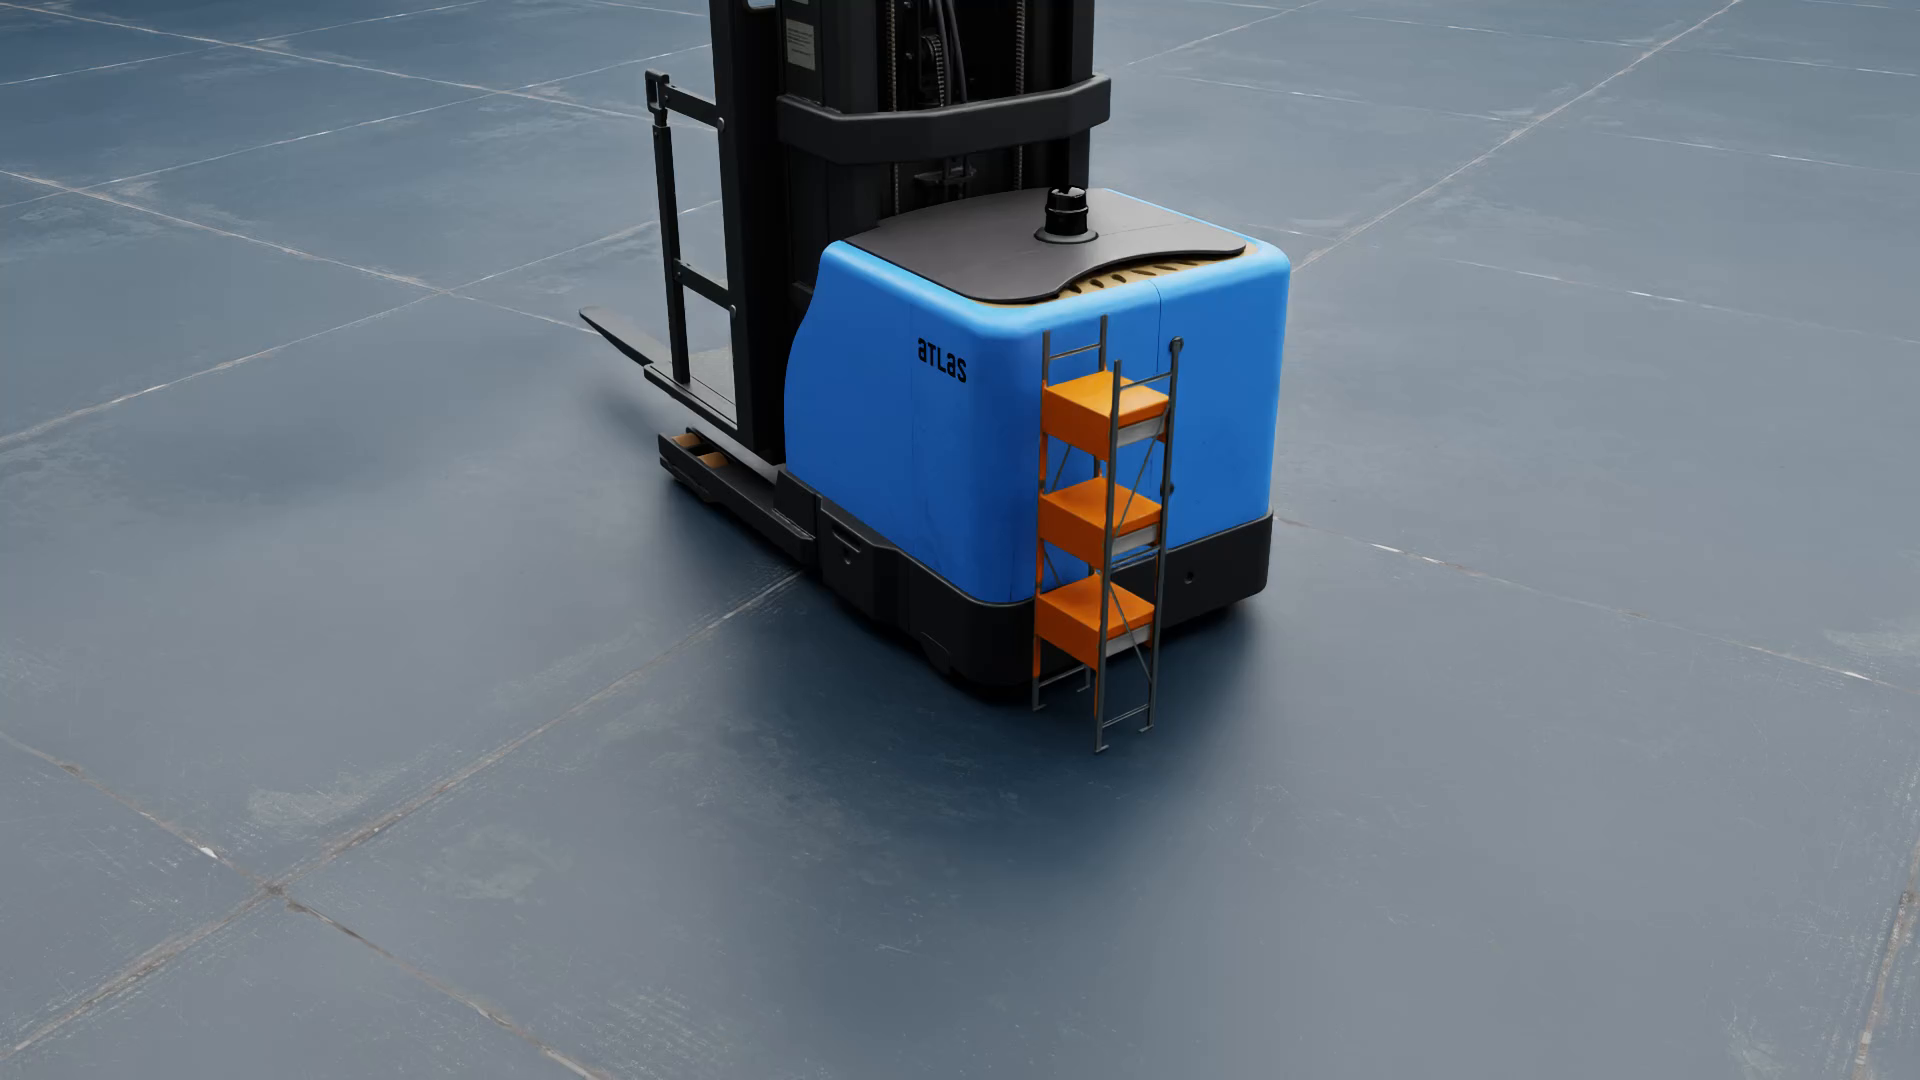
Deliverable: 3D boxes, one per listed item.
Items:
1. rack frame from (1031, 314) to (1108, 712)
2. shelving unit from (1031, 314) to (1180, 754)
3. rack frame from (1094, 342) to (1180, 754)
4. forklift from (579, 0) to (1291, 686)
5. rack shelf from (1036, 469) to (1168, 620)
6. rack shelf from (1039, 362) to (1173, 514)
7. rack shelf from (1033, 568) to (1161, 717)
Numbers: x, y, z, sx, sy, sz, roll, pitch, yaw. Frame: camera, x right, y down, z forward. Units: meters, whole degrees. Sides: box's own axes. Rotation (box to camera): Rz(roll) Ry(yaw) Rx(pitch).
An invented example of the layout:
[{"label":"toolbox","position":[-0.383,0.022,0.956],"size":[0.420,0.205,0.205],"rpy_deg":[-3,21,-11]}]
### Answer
[{"label":"rack frame","position":[0.272,-0.046,4.181],"size":[0.200,1.050,0.008],"rpy_deg":[-19,33,-34]},{"label":"shelving unit","position":[0.347,-0.003,4.095],"size":[0.215,1.050,0.252],"rpy_deg":[-19,33,-34]},{"label":"rack frame","position":[0.422,0.041,4.010],"size":[0.200,1.050,0.008],"rpy_deg":[-19,33,-34]},{"label":"forklift","position":[-0.360,-1.540,5.044],"size":[1.130,2.935,3.031],"rpy_deg":[-18,32,-31]},{"label":"rack shelf","position":[0.347,0.007,4.100],"size":[0.215,0.259,0.240],"rpy_deg":[-19,33,-34]},{"label":"rack shelf","position":[0.349,-0.247,3.973],"size":[0.215,0.259,0.240],"rpy_deg":[-19,33,-34]},{"label":"rack shelf","position":[0.345,0.255,4.225],"size":[0.215,0.259,0.240],"rpy_deg":[-19,33,-34]}]
